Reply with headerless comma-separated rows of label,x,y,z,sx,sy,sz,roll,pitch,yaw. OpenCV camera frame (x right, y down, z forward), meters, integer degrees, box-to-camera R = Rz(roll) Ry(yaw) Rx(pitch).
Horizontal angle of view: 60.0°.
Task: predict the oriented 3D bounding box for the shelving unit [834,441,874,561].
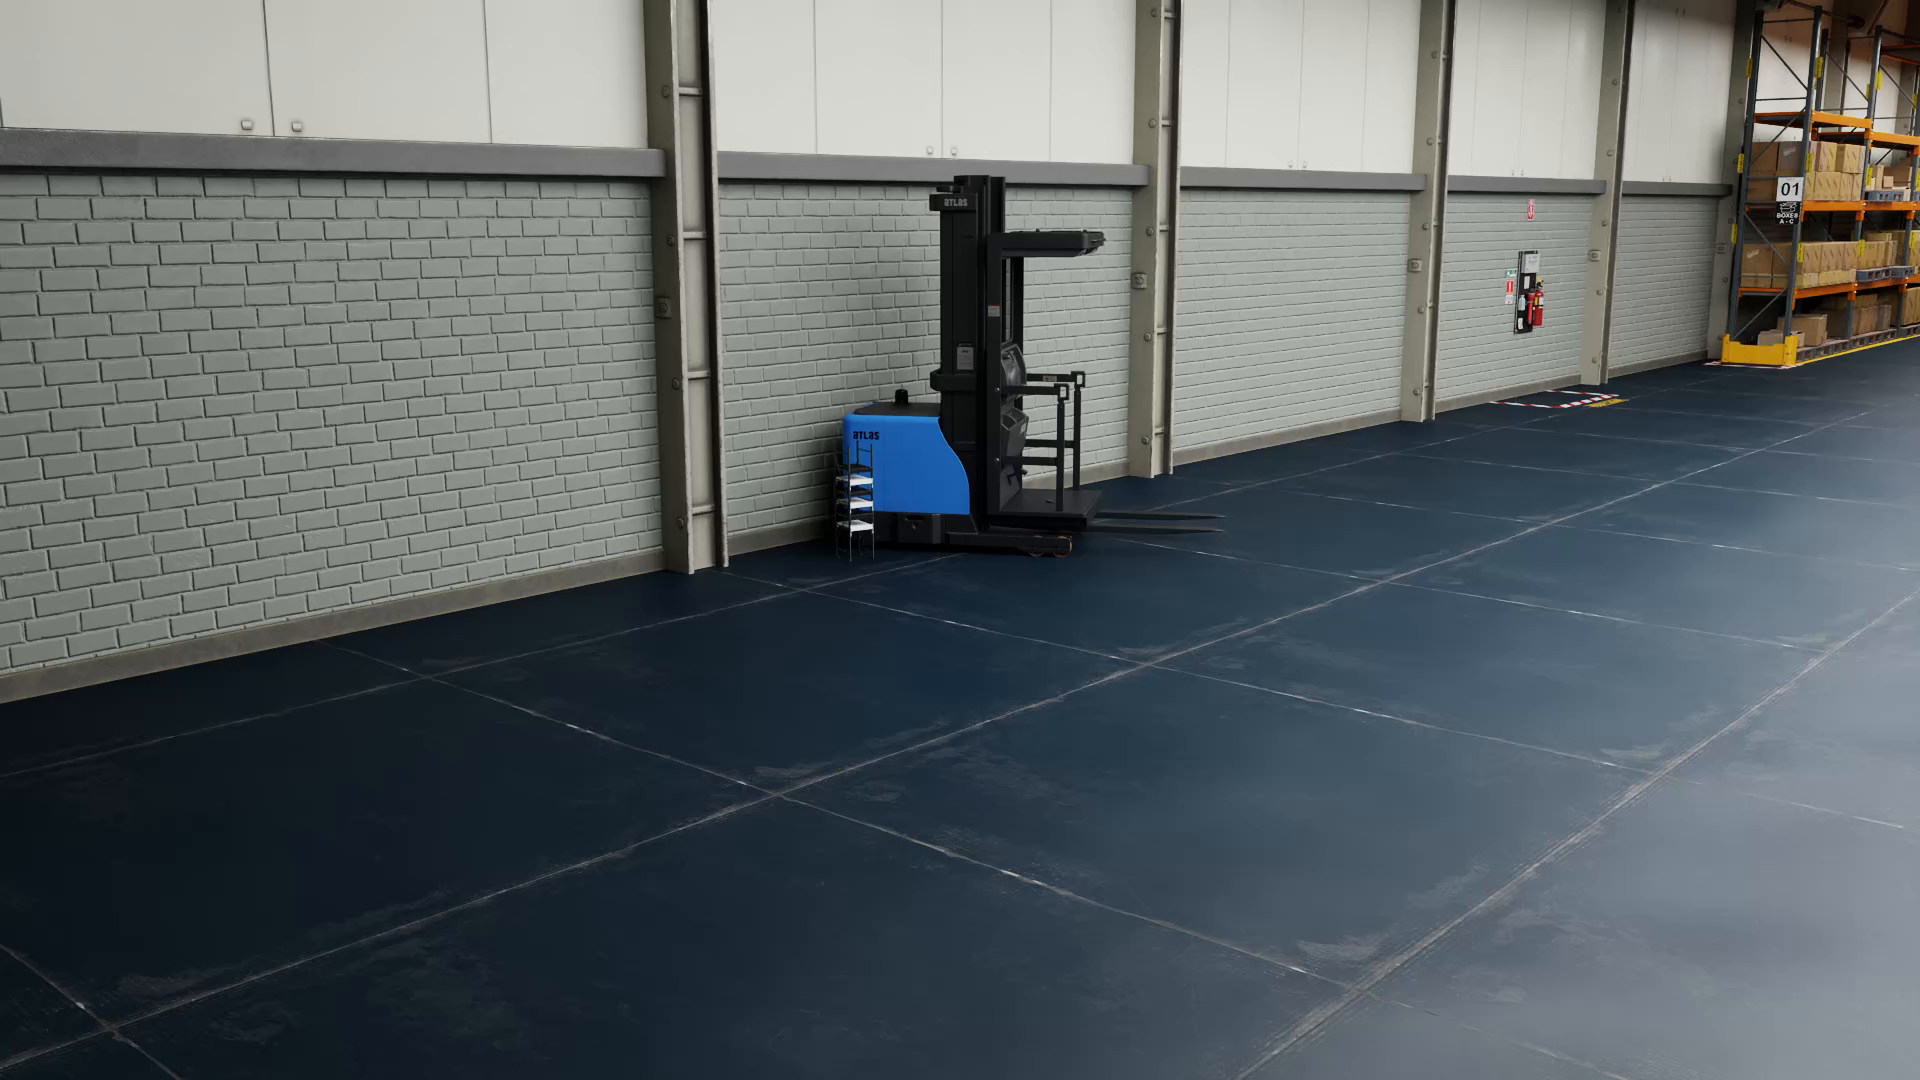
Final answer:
shelving unit,-0.827,-0.306,12.946,0.210,0.900,0.258,-7,13,-32

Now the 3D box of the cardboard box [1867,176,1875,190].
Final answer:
cardboard box,17.486,-6.963,32.411,0.500,0.311,0.500,10,15,42

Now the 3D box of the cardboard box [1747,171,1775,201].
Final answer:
cardboard box,14.103,-6.204,29.151,0.500,0.500,0.500,-11,16,-43

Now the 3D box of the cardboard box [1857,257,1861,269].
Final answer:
cardboard box,17.020,-5.504,32.232,0.700,0.500,0.500,10,15,41

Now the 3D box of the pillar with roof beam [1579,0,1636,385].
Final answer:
pillar with roof beam,13.104,-6.298,22.267,9.100,9.000,0.400,10,15,40

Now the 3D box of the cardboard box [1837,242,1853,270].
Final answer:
cardboard box,16.254,-5.289,30.952,0.500,0.500,0.500,10,15,40

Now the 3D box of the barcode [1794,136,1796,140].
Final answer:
barcode,15.418,-7.423,30.707,0.001,0.075,0.075,10,15,40

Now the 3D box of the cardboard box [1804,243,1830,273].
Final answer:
cardboard box,15.239,-5.062,29.816,0.500,0.500,0.500,9,14,39

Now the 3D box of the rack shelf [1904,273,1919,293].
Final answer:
rack shelf,20.619,-5.699,36.422,1.077,0.370,4.000,10,15,40

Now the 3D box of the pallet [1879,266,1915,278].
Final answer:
pallet,18.909,-5.545,34.304,1.213,0.211,1.003,10,15,40

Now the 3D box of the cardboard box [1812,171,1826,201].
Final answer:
cardboard box,14.808,-6.201,29.137,0.500,0.500,0.500,-11,16,-44

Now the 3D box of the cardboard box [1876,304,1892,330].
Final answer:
cardboard box,18.863,-4.635,34.516,0.700,0.500,0.500,10,15,41

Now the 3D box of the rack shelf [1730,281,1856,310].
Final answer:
rack shelf,15.338,-4.522,30.529,1.077,0.370,4.000,10,15,40

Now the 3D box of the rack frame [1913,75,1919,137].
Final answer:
rack frame,21.939,-9.288,37.238,1.000,3.000,0.127,10,15,40

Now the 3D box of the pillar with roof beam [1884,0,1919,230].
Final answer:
pillar with roof beam,24.986,-8.946,35.526,9.100,9.000,0.548,10,15,40

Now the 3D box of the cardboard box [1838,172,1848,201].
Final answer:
cardboard box,15.830,-6.433,30.298,0.500,0.500,0.500,9,14,38

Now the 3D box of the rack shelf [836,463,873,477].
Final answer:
rack shelf,-0.827,-0.538,12.900,0.200,0.077,0.258,-7,13,-32

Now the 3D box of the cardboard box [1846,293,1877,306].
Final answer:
cardboard box,18.440,-4.927,34.064,0.500,0.250,0.500,10,15,41

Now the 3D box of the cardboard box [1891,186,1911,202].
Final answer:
cardboard box,19.027,-7.054,33.886,0.500,0.311,0.500,10,15,40

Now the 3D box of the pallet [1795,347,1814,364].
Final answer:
pallet,14.631,-3.339,29.890,1.003,0.211,1.213,10,15,40

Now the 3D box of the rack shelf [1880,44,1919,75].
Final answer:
rack shelf,20.619,-10.271,35.509,1.077,0.370,4.000,10,15,40

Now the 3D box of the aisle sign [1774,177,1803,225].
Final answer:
aisle sign,14.196,-5.806,28.484,0.394,0.787,0.004,10,15,40

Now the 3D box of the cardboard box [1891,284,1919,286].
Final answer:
cardboard box,21.024,-5.254,36.775,0.750,0.750,0.750,10,15,42

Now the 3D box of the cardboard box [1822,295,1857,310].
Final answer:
cardboard box,17.420,-4.702,32.940,0.500,0.250,0.500,9,15,39

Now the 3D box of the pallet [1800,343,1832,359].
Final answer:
pallet,15.437,-3.518,30.785,1.003,0.211,1.213,10,15,40

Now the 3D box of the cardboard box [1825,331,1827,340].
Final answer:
cardboard box,16.328,-3.913,31.753,0.380,0.166,0.250,7,14,33

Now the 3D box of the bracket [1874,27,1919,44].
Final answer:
bracket,20.033,-10.779,35.515,0.076,0.066,4.783,10,15,40

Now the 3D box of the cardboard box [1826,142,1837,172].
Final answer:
cardboard box,15.154,-6.770,29.430,0.500,0.500,0.500,10,15,42

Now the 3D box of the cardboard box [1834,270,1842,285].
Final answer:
cardboard box,15.918,-4.848,30.658,0.500,0.250,0.500,10,15,40

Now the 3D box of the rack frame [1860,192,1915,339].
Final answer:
rack frame,19.299,-5.757,34.879,1.000,3.000,0.127,10,15,40

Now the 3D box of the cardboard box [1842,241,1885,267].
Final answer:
cardboard box,18.191,-5.766,33.541,0.700,0.500,0.500,10,15,40

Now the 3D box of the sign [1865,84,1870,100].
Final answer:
sign,18.880,-9.306,34.541,0.100,0.325,0.005,10,15,40

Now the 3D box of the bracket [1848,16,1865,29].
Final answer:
bracket,17.784,-10.278,33.005,0.235,0.232,0.430,10,15,40

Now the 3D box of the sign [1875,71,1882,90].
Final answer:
sign,17.054,-8.535,30.881,0.100,0.325,0.005,10,15,40

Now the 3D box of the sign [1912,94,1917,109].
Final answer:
sign,21.539,-9.899,37.508,0.100,0.325,0.005,10,15,40

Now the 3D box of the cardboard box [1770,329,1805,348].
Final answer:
cardboard box,14.919,-3.652,30.077,0.500,0.311,0.500,-11,15,-43

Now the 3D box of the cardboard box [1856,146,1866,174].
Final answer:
cardboard box,16.532,-7.080,30.984,0.500,0.500,0.500,8,14,36

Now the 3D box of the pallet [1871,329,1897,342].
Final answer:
pallet,18.782,-4.275,34.577,1.003,0.211,1.213,10,15,40

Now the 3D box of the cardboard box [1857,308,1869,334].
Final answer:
cardboard box,17.803,-4.422,33.450,0.700,0.500,0.500,10,15,41

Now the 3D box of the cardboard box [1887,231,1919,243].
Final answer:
cardboard box,19.811,-6.368,34.953,0.500,0.250,0.500,10,15,42

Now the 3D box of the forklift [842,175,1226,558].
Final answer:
forklift,0.618,-1.413,13.302,3.031,2.935,1.130,2,12,11

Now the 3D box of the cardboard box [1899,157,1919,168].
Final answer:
cardboard box,20.907,-8.254,36.425,0.500,0.250,0.500,9,15,39

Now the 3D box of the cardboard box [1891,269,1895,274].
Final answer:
cardboard box,19.690,-5.663,34.994,0.380,0.149,0.250,9,15,40

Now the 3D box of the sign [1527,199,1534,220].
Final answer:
sign,8.130,-4.702,23.677,0.001,0.298,0.199,10,15,40

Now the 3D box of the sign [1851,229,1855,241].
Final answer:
sign,18.880,-6.396,35.122,0.100,0.325,0.005,10,15,40

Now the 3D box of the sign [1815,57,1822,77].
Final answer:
sign,14.426,-7.949,27.948,0.100,0.325,0.005,10,15,40

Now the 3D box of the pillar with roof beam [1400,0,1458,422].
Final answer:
pillar with roof beam,9.143,-5.415,17.848,9.100,9.000,0.400,10,15,40

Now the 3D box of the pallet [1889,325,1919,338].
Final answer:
pallet,19.876,-4.496,35.684,1.003,0.211,1.213,10,15,40

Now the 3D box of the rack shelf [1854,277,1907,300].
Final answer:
rack shelf,17.979,-5.110,33.476,1.077,0.370,4.000,10,15,40

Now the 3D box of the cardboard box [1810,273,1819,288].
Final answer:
cardboard box,14.911,-4.626,29.544,0.500,0.250,0.500,9,15,39

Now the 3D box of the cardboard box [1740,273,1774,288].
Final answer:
cardboard box,14.181,-4.611,29.468,0.500,0.250,0.500,10,15,41

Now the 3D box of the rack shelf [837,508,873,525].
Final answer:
rack shelf,-0.827,-0.185,12.970,0.200,0.077,0.258,-7,13,-32
